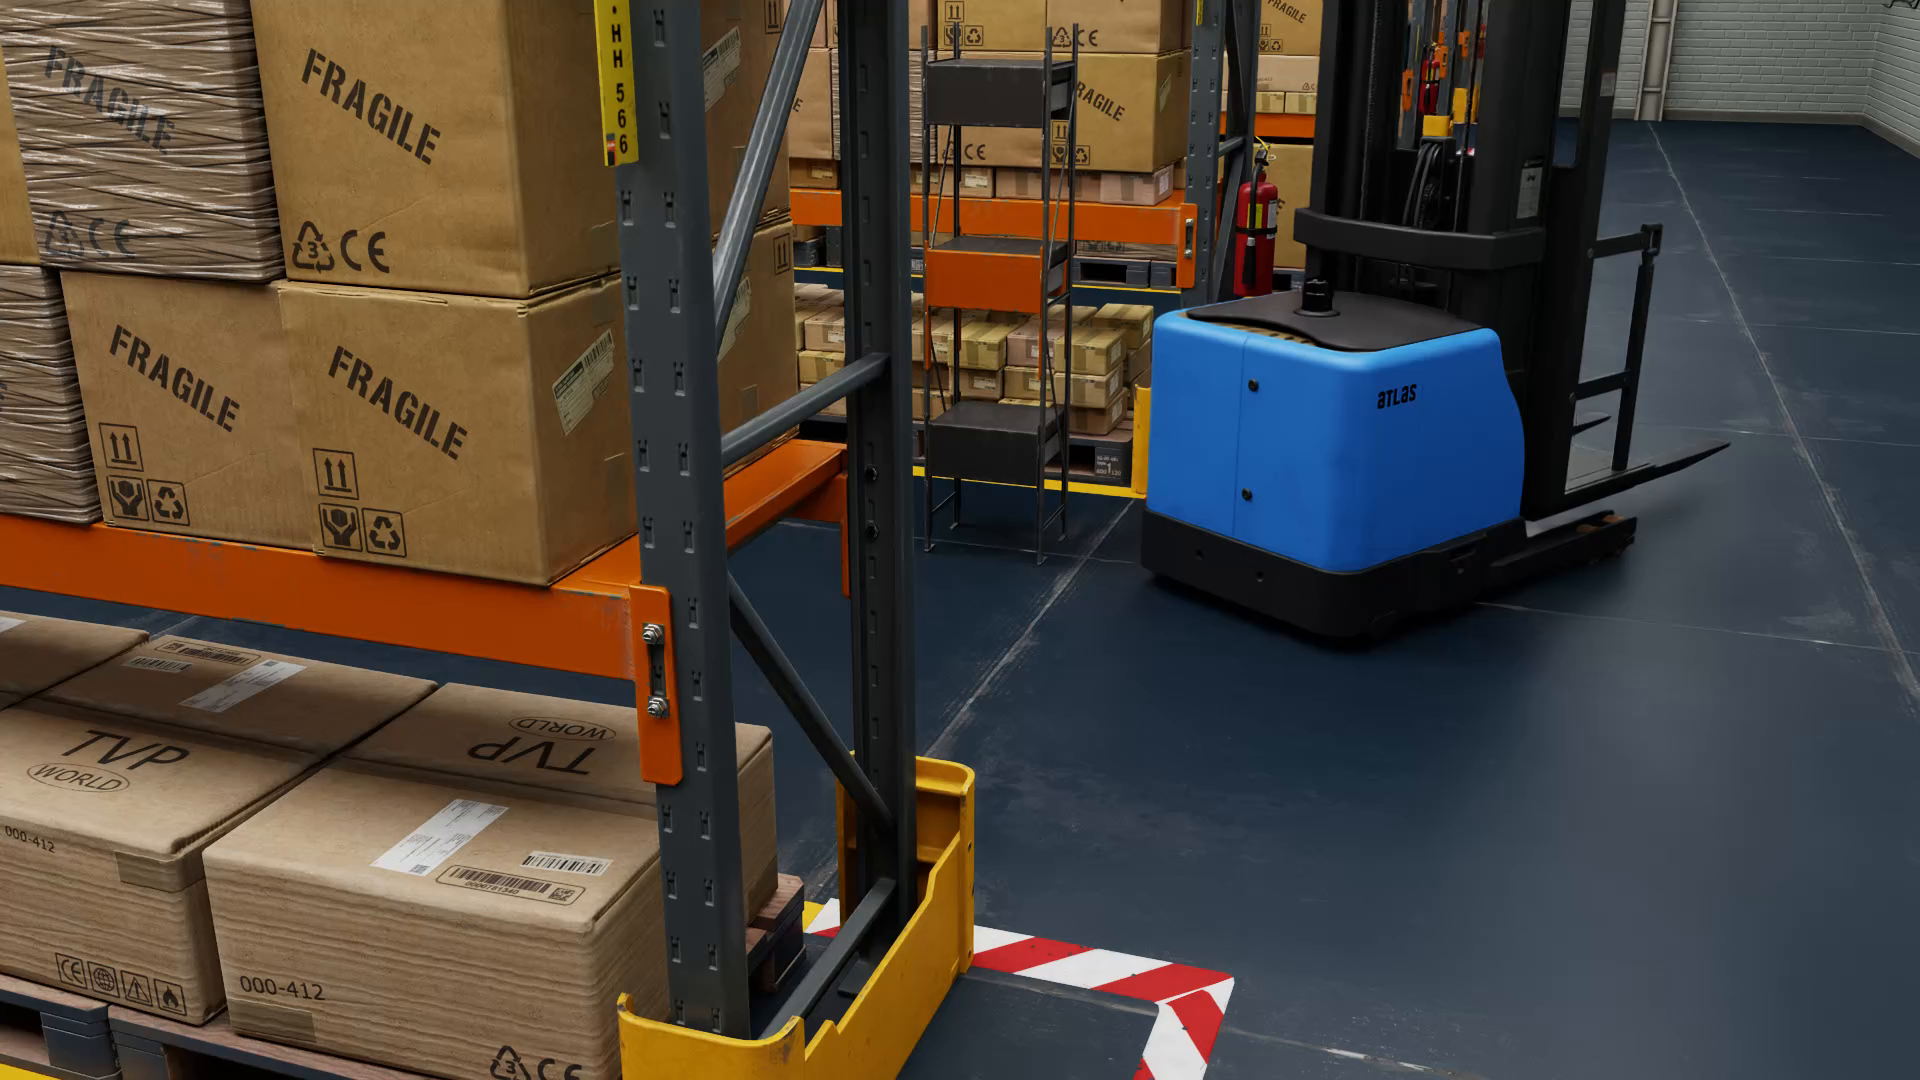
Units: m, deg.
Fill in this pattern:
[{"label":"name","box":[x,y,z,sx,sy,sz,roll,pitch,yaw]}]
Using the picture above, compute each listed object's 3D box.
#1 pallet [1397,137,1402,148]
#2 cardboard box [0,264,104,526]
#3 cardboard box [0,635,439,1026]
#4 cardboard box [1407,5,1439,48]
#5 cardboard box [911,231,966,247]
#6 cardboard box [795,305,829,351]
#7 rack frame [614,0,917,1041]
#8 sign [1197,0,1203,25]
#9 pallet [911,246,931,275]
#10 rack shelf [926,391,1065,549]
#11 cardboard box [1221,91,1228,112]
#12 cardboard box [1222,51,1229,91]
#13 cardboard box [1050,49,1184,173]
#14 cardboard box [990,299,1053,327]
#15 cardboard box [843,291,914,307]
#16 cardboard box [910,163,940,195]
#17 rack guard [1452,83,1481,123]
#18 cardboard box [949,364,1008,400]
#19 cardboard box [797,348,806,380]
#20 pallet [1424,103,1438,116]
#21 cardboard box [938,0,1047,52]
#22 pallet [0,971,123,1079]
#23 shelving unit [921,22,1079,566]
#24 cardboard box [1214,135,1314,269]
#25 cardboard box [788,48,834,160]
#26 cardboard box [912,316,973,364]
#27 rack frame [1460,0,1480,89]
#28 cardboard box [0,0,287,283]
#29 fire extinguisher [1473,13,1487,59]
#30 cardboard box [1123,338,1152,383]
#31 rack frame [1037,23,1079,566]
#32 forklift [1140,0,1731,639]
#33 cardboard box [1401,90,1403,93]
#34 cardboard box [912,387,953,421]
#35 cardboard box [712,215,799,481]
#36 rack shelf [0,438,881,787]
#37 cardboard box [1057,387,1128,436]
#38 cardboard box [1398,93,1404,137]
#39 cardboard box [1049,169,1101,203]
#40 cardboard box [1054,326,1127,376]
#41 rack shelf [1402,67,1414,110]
[{"label":"pallet","box":[5.357,-5.177,21.607,1.213,0.211,1.003,7,20,18]},{"label":"cardboard box","box":[-1.825,-0.367,3.420,0.500,0.500,0.500,7,20,20]},{"label":"cardboard box","box":[-1.848,0.637,3.947,0.875,0.438,0.875,7,20,20]},{"label":"cardboard box","box":[5.670,-6.410,20.757,0.500,0.500,0.500,7,20,20]},{"label":"cardboard box","box":[-0.253,-2.851,13.287,0.875,0.875,0.875,7,20,18]},{"label":"cardboard box","box":[-0.848,-1.075,8.393,0.250,0.149,0.380,7,20,18]},{"label":"rack frame","box":[-0.324,-0.238,3.203,0.127,3.000,1.000,7,20,18]},{"label":"sign","box":[1.004,-2.314,6.918,0.005,0.325,0.100,7,20,18]},{"label":"pallet","box":[-0.158,-2.329,13.436,1.213,0.211,1.003,7,20,18]},{"label":"rack shelf","box":[0.156,-0.300,6.914,0.480,0.518,0.431,7,20,18]},{"label":"cardboard box","box":[2.000,-3.192,12.059,0.250,0.149,0.380,7,20,18]},{"label":"cardboard box","box":[1.904,-3.414,12.090,0.500,0.250,0.500,6,20,17]},{"label":"cardboard box","box":[0.696,-1.945,7.494,0.500,0.500,0.500,7,20,19]},{"label":"cardboard box","box":[0.326,-1.143,8.588,0.250,0.149,0.380,6,20,18]},{"label":"cardboard box","box":[-0.428,-1.220,8.808,0.250,0.149,0.380,7,20,19]},{"label":"cardboard box","box":[-0.148,-1.736,7.881,0.250,0.149,0.380,6,20,16]},{"label":"rack guard","box":[7.827,-6.757,25.702,0.348,0.500,1.175,7,20,18]},{"label":"cardboard box","box":[0.121,-0.805,8.069,0.250,0.149,0.380,6,20,16]},{"label":"cardboard box","box":[-0.877,-0.911,8.375,0.250,0.149,0.380,7,20,19]},{"label":"pallet","box":[7.024,-6.685,25.935,1.213,0.211,1.003,7,20,18]},{"label":"cardboard box","box":[0.212,-2.475,7.497,0.500,0.500,0.500,6,20,16]},{"label":"pallet","box":[-2.254,0.884,4.220,1.213,0.211,1.003,7,20,18]},{"label":"shelving unit","box":[0.156,-0.974,6.679,0.503,2.100,0.431,7,20,18]},{"label":"cardboard box","box":[2.297,-2.559,12.450,0.875,0.875,0.875,7,20,18]},{"label":"cardboard box","box":[-0.739,-2.111,7.971,0.500,0.500,0.500,8,21,21]},{"label":"cardboard box","box":[-0.107,-0.981,8.123,0.250,0.149,0.380,6,20,16]},{"label":"rack frame","box":[7.805,-7.940,25.298,0.127,3.000,1.000,7,20,18]},{"label":"cardboard box","box":[-1.361,-0.783,3.095,0.500,0.500,0.500,7,20,18]},{"label":"fire extinguisher","box":[7.796,-7.568,24.913,0.183,0.674,0.296,7,20,18]},{"label":"cardboard box","box":[0.794,-0.917,8.392,0.250,0.149,0.380,7,21,20]},{"label":"rack frame","box":[0.387,-0.947,6.604,0.015,2.100,0.400,7,20,18]},{"label":"forklift","box":[2.183,-1.403,6.649,3.031,2.935,1.130,-15,24,-36]},{"label":"cardboard box","box":[7.111,-7.003,25.768,0.500,0.500,0.700,7,20,18]},{"label":"cardboard box","box":[-0.096,-0.707,8.240,0.250,0.149,0.380,7,20,19]},{"label":"cardboard box","box":[-0.683,-0.427,3.592,0.500,0.500,0.500,6,20,18]},{"label":"rack shelf","box":[-2.213,-0.115,3.941,4.000,0.370,1.077,7,20,18]},{"label":"cardboard box","box":[0.639,-0.633,8.027,0.250,0.149,0.380,7,20,19]},{"label":"cardboard box","box":[5.588,-5.409,21.166,0.500,0.500,0.500,7,20,18]},{"label":"cardboard box","box":[0.582,-1.656,7.651,0.250,0.149,0.380,6,20,18]},{"label":"cardboard box","box":[0.622,-0.900,7.890,0.250,0.149,0.380,7,20,19]},{"label":"rack shelf","box":[2.664,-4.736,17.199,4.000,0.370,1.077,7,20,18]}]
